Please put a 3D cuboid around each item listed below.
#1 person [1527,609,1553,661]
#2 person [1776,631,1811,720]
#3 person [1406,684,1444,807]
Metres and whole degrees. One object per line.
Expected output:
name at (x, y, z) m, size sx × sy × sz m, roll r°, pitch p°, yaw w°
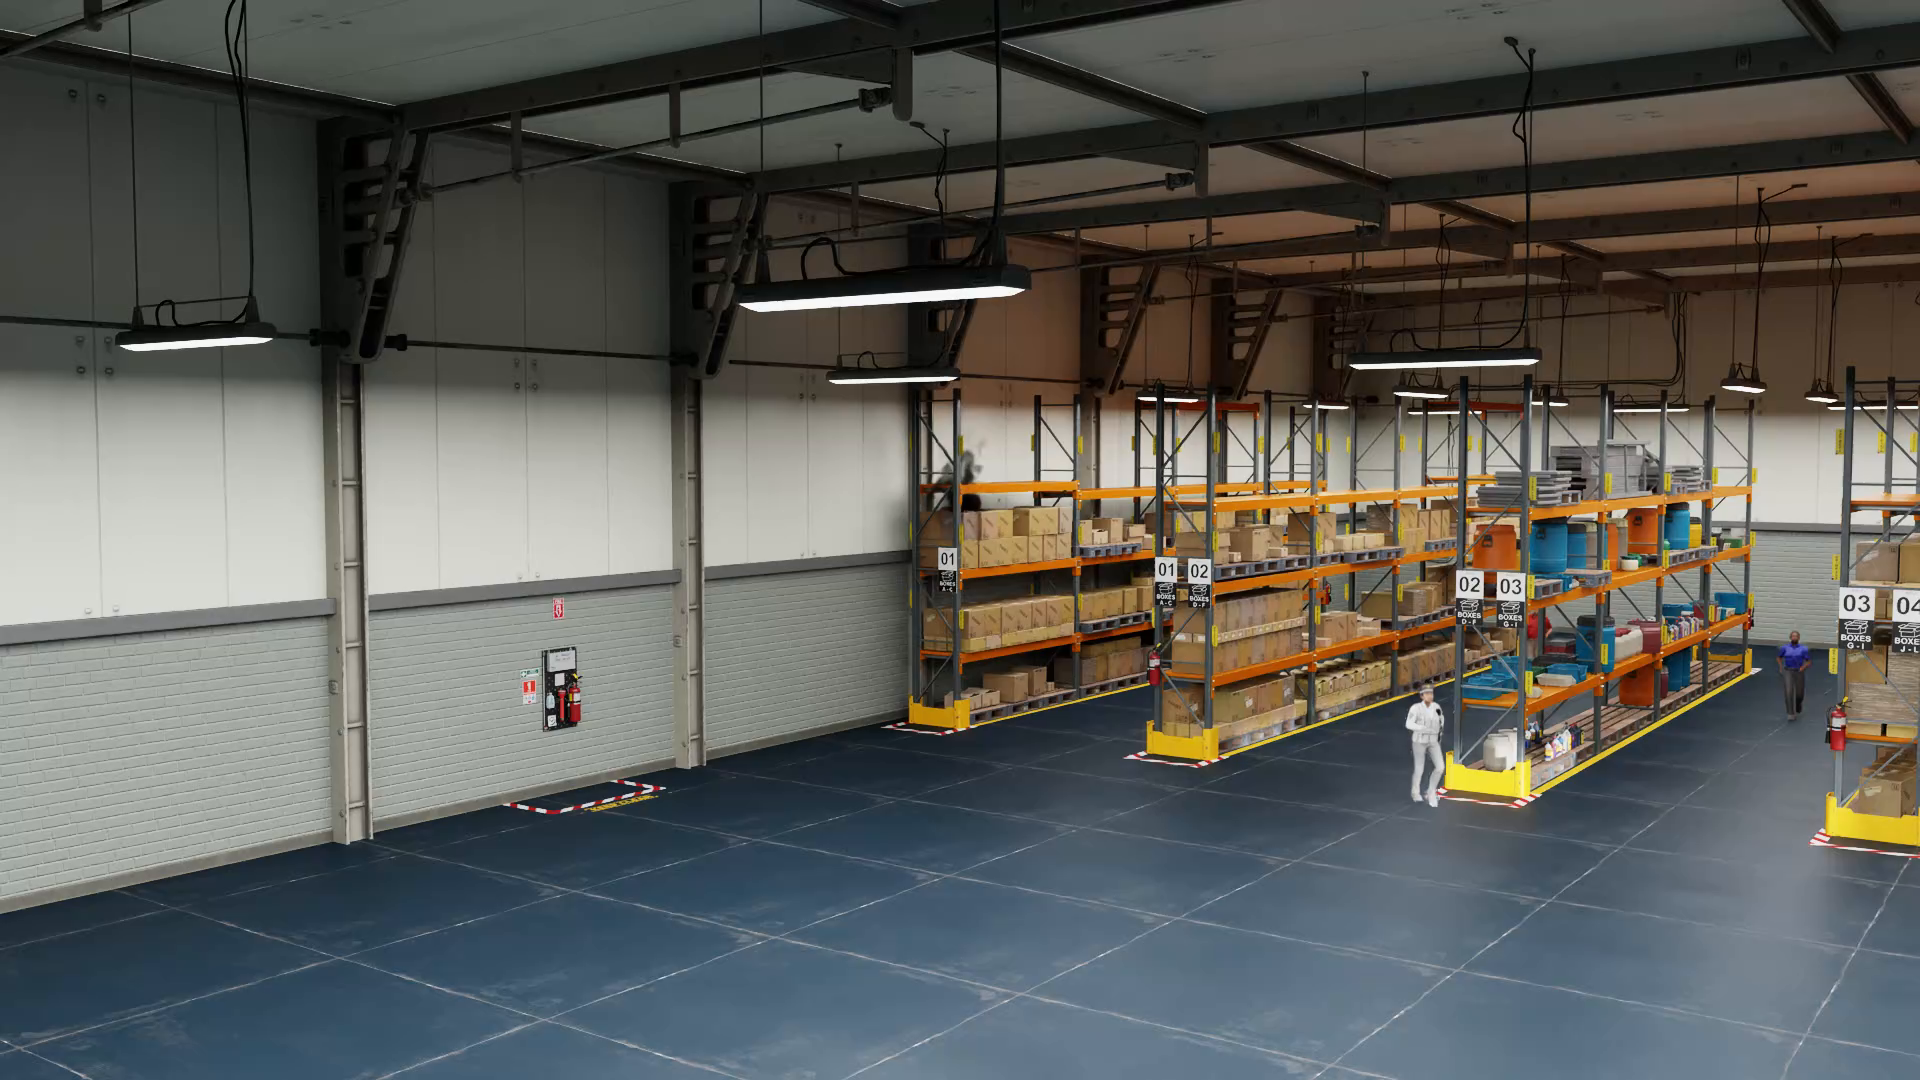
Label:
person at (12.061, 2.183, 34.861) m, size 0.663 × 1.685 × 0.598 m, roll 2°, pitch 4°, yaw 27°
person at (15.233, 2.507, 30.411) m, size 0.580 × 1.520 × 0.687 m, roll 2°, pitch 4°, yaw 28°
person at (6.497, 2.849, 23.107) m, size 0.622 × 1.717 × 0.666 m, roll 0°, pitch 3°, yaw -7°
